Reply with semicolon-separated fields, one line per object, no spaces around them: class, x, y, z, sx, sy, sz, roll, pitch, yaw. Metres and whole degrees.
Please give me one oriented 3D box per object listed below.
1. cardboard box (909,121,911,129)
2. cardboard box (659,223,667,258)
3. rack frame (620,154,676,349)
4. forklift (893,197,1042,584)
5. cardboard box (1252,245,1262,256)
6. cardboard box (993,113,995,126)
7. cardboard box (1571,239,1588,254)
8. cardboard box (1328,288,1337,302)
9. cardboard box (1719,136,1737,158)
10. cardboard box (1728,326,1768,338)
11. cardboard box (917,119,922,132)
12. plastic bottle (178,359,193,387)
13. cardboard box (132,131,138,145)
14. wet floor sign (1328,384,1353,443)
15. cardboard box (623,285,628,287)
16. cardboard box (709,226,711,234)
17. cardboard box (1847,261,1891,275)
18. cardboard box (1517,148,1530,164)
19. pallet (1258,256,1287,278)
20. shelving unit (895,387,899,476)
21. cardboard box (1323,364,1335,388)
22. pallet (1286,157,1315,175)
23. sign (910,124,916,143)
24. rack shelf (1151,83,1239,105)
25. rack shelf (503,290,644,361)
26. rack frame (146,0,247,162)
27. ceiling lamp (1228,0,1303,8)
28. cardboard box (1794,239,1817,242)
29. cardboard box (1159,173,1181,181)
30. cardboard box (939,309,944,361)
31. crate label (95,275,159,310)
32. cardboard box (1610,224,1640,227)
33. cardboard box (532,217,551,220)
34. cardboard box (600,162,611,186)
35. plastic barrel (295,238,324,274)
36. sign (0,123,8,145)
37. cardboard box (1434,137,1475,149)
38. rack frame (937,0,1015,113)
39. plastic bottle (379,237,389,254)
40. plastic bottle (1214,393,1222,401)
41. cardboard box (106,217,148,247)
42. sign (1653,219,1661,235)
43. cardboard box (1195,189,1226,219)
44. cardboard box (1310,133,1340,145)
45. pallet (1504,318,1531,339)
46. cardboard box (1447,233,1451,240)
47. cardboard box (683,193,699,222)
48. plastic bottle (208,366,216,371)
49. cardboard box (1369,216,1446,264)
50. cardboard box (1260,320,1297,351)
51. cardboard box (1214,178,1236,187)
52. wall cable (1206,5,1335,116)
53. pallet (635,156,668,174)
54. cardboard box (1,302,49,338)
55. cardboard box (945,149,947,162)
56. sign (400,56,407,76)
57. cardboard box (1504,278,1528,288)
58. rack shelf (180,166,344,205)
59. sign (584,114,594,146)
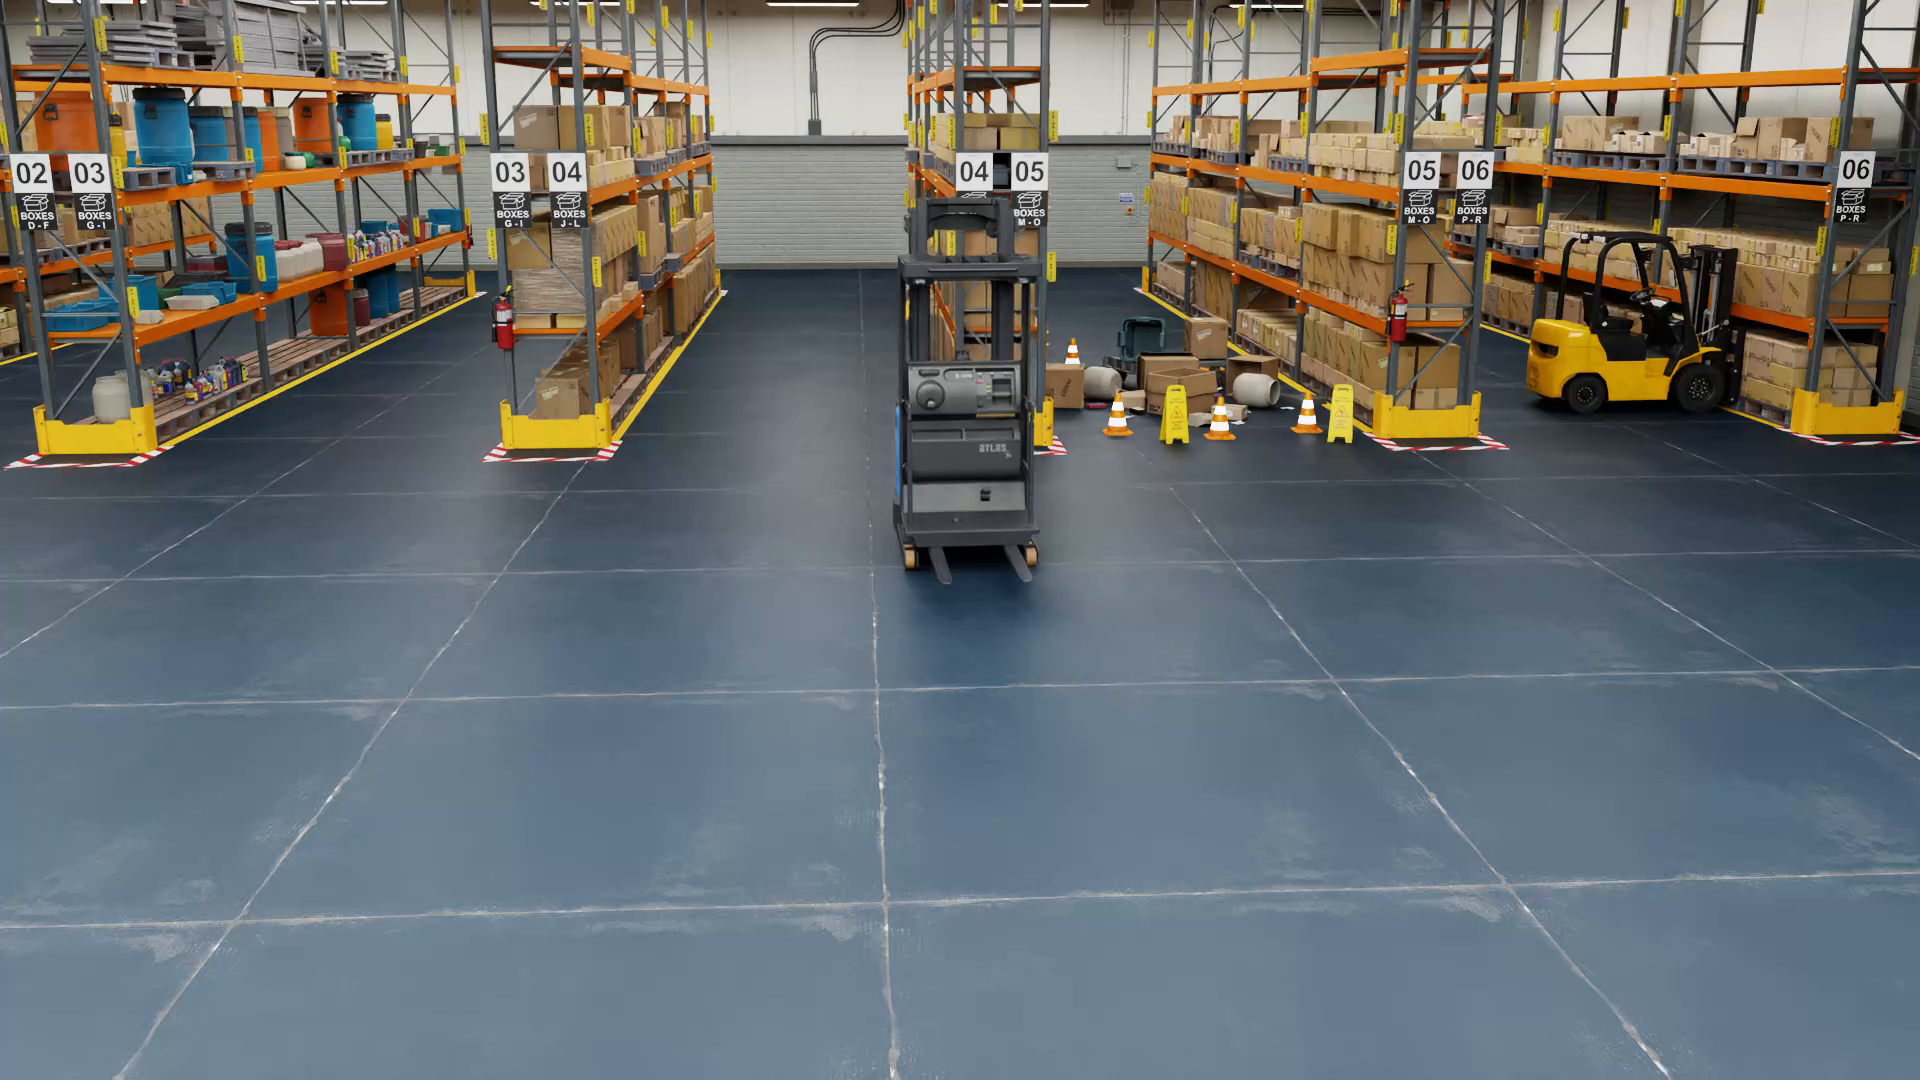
cardboard box;-0.791;-8.065;32.328;0.380;0.149;0.250;-1;14;-3
cardboard box;-4.794;-4.466;24.821;0.700;0.500;0.500;1;14;5
rack frame;-5.001;-4.485;25.938;1.000;3.000;0.127;-1;14;-3
forklift;0.060;-1.263;13.554;1.130;2.935;3.031;-1;14;-5
cardboard box;4.675;-4.428;25.377;0.380;0.149;0.250;-1;14;-3
cardboard box;0.608;-5.173;20.452;0.380;0.149;0.250;-1;14;-3
cardboard box;9.671;-4.516;25.356;0.500;0.250;0.500;-1;14;-5
cardboard box;4.907;-3.120;21.137;0.380;0.149;0.250;-1;14;-3
cardboard box;9.880;-4.986;21.093;0.396;0.266;0.258;-1;14;-5
cardboard box;9.897;-2.570;21.164;0.500;0.250;0.500;-1;14;-5
cardboard box;-0.328;-6.851;28.065;0.797;0.503;0.637;-1;14;-4
plastic bottle;-9.917;-2.139;21.254;0.144;0.351;0.185;-1;14;-3
cardboard box;-14.952;-7.199;29.765;0.500;0.250;0.500;-1;14;-3
wet floor sign;4.329;-1.445;18.846;0.267;0.644;0.232;4;15;16
cardboard box;-4.485;-3.194;21.426;0.380;0.149;0.250;-1;14;-3
cardboard box;-5.100;-6.080;32.642;0.380;0.149;0.250;-1;14;-2
cardboard box;10.577;-3.177;19.352;0.380;0.149;0.250;-1;14;-5
cardboard box;9.537;-6.345;27.447;0.500;0.250;0.500;-1;14;-3
pallet;5.053;-4.054;24.646;1.003;0.211;1.213;-1;14;-3
shelving unit;-0.434;-0.867;15.484;0.258;1.200;0.503;2;14;8
cardboard box;4.984;-2.100;21.343;0.500;0.250;0.500;-1;14;-4
pallet;5.205;-5.160;22.919;1.213;0.211;1.003;-1;14;-3
sign;-0.834;-7.224;29.527;0.100;0.325;0.005;-1;14;-3
rack shelf;4.518;-8.494;31.725;1.077;0.370;4.000;-1;14;-3
rack shelf;-4.630;-2.645;20.229;1.077;0.370;4.000;-1;14;-3
rack frame;-9.697;-6.319;21.027;1.000;3.000;0.127;-1;14;-3
ceiling lamp;6.858;-13.068;35.544;2.000;3.185;0.800;-1;14;-3
cardboard box;10.559;-3.644;20.571;0.380;0.149;0.250;-1;14;-5
cardboard box;4.163;-7.186;32.928;0.380;0.149;0.250;-1;14;-5
cardboard box;0.172;-2.559;21.872;0.875;0.875;0.875;-1;14;-3
crate label;-9.833;-2.890;19.667;0.502;0.435;0.616;-1;14;-3
cardboard box;10.172;-4.746;25.448;0.380;0.149;0.250;-1;14;-4
cardboard box;-4.823;-3.429;19.031;0.500;0.500;0.500;-1;14;-3
cardboard box;-4.342;-4.251;19.309;0.500;0.250;0.500;-1;14;-4
plastic barrel;-9.668;-4.210;24.646;0.421;0.512;0.421;0;14;0
sign;-14.334;-6.081;24.925;0.100;0.325;0.005;-1;14;-3
cardboard box;5.567;-4.457;18.714;0.380;0.149;0.250;-1;14;-4
rack frame;0.203;-6.447;21.524;1.000;3.000;0.127;-1;14;-3
plastic bottle;-9.783;-5.001;28.191;0.152;0.276;0.135;-1;14;-3
plastic bottle;3.346;-1.870;21.673;0.133;0.061;0.283;2;15;6
cardboard box;-14.896;-5.507;29.711;0.500;0.500;0.500;-1;14;-2
sign;9.550;-4.232;22.792;0.100;0.325;0.005;-1;14;-3
cardboard box;4.441;-5.926;29.330;0.500;0.500;0.500;-1;14;-4
cardboard box;4.831;-5.277;21.901;0.380;0.149;0.250;-1;14;-4
pallet;9.835;-3.551;27.906;1.003;0.211;1.213;-1;14;-3
cardboard box;9.324;-5.664;31.025;0.380;0.149;0.250;-1;14;-3
cardboard box;-5.024;-6.038;30.171;0.500;0.500;0.500;-1;14;-3
plastic bottle;-9.504;-2.096;21.236;0.152;0.276;0.135;-1;14;-3
cardboard box;5.136;-3.449;19.107;0.700;0.500;0.500;-1;14;-5
cardboard box;5.010;-3.056;24.815;0.950;0.372;0.625;0;14;-2
cardboard box;4.881;-6.562;30.502;0.380;0.149;0.250;-1;14;-4
wall cable;7.294;-11.006;39.168;2.988;3.039;0.133;-1;14;-3
pallet;-4.753;-5.265;23.327;1.213;0.211;1.003;-1;14;-3
cardboard box;-14.632;-3.453;26.061;0.500;0.500;0.500;0;14;-1
cardboard box;0.029;-4.460;19.284;0.380;0.149;0.250;-1;14;-4
sign;-9.643;-8.216;28.817;0.100;0.325;0.005;-1;14;-3
cardboard box;9.553;-4.403;28.493;0.380;0.149;0.250;-1;14;-4
rack shelf;-9.821;-5.016;23.424;1.077;0.370;4.000;-1;14;-3
sign;-3.964;-4.380;17.756;0.100;0.325;0.005;-1;14;-3
